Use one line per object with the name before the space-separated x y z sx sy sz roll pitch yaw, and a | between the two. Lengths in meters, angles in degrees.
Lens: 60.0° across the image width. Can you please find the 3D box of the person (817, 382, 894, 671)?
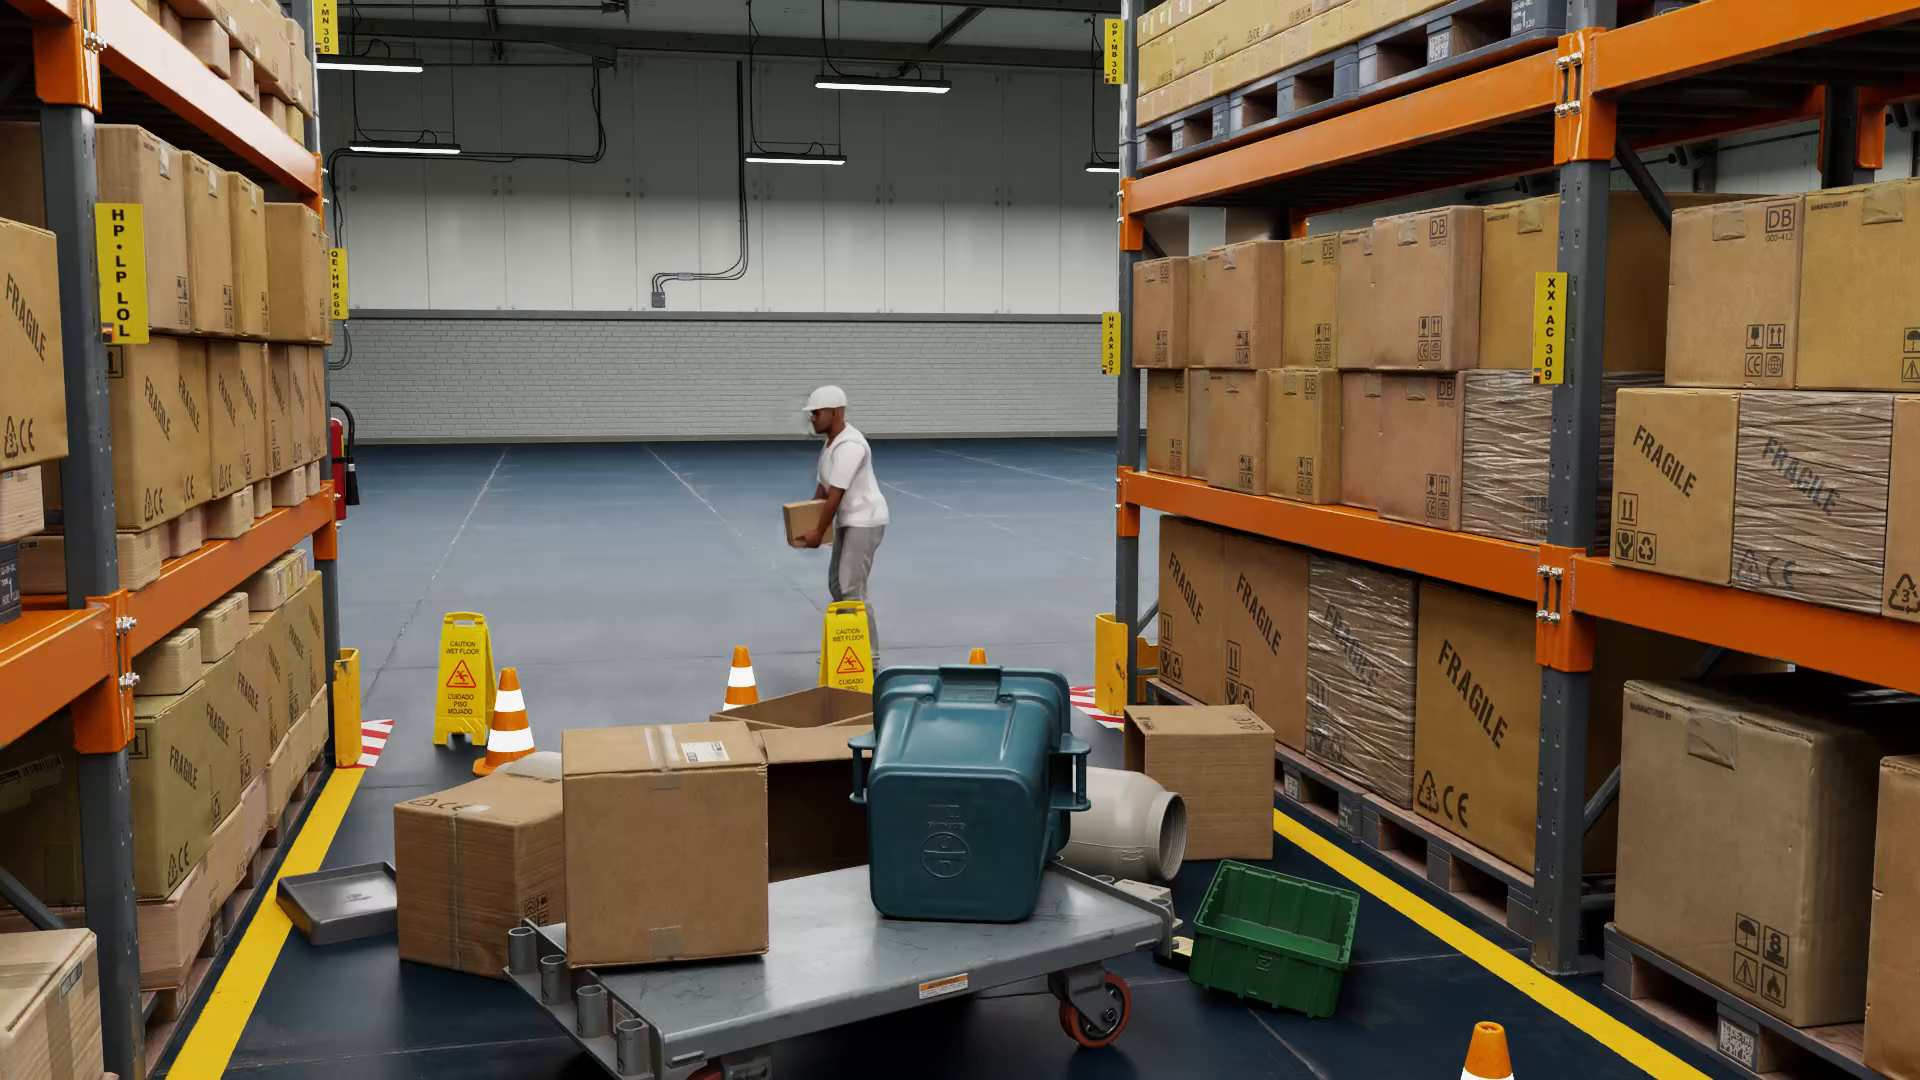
person | -0.650 -0.084 10.159 0.452 1.760 0.635 -2 6 -17
